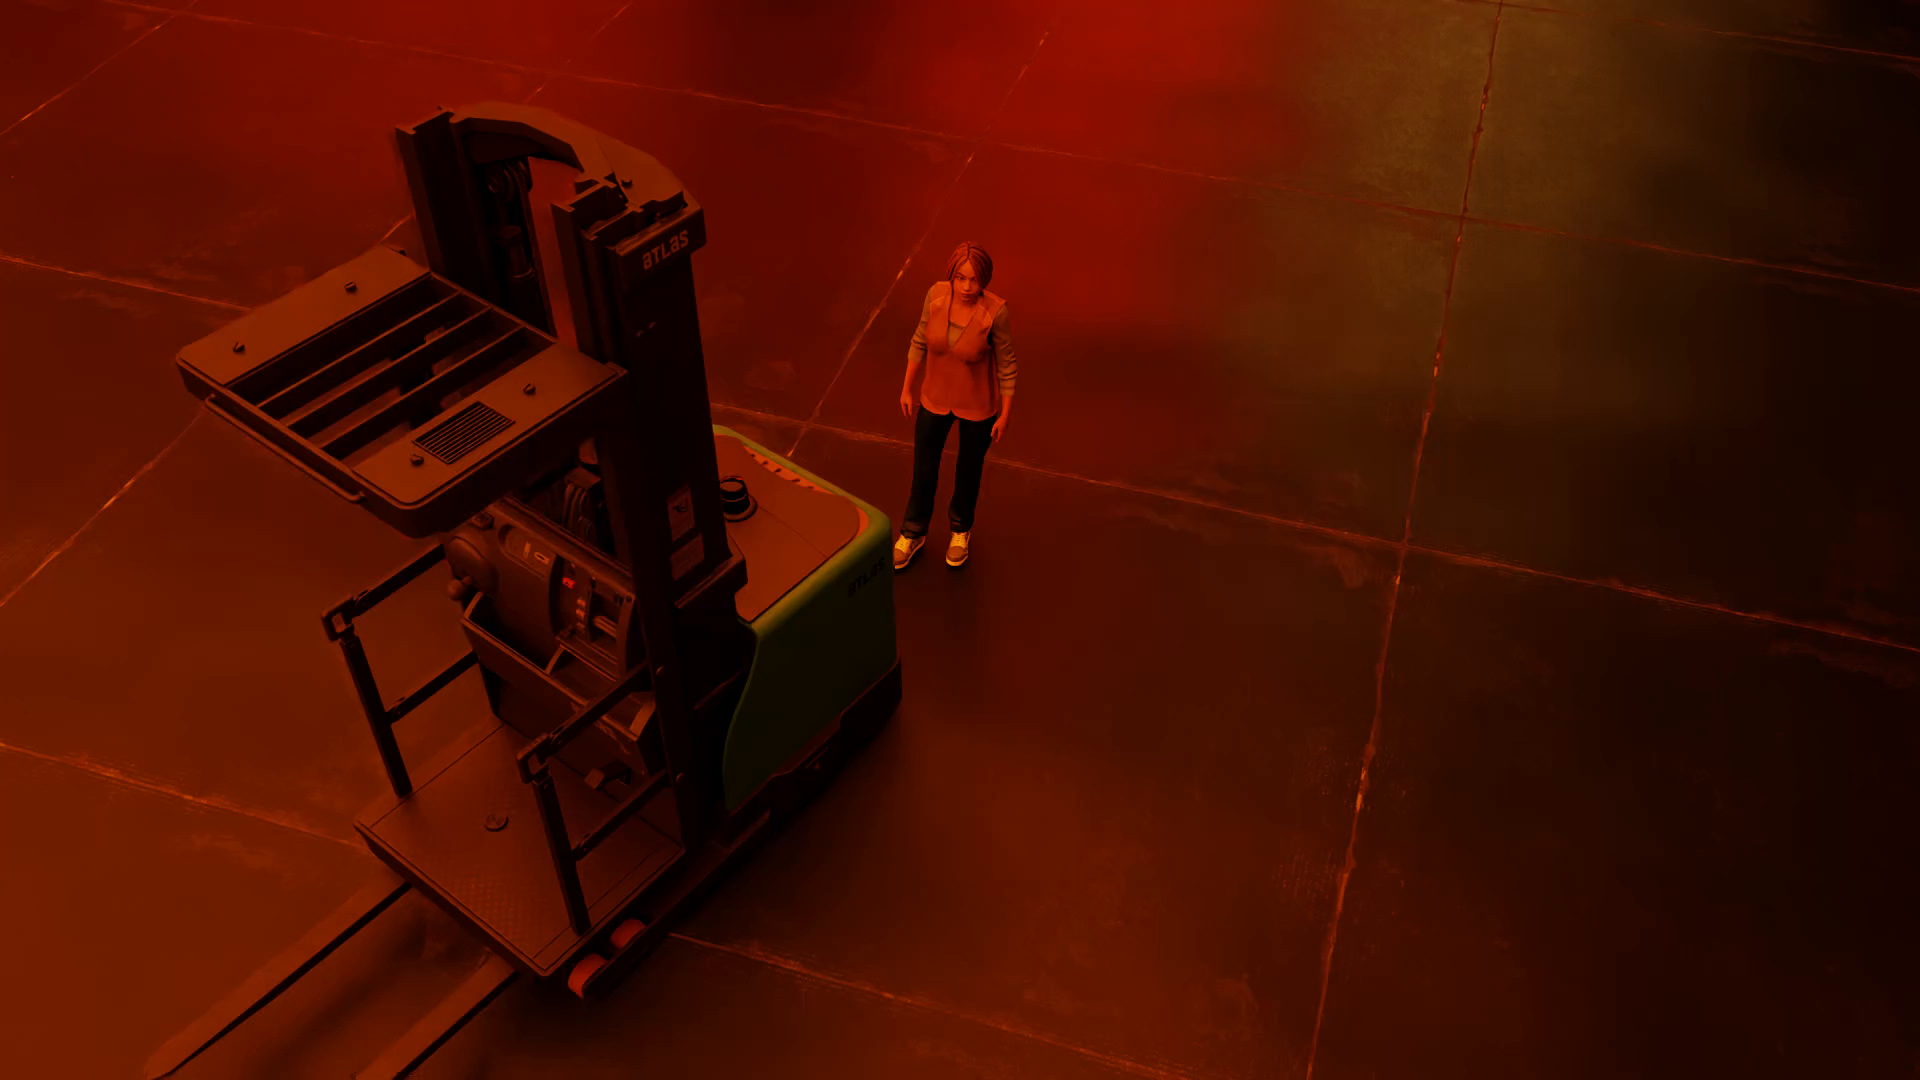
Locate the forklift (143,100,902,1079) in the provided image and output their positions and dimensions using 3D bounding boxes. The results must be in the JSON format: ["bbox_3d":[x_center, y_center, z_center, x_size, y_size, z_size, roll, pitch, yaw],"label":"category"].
[{"bbox_3d":[-1.552,0.208,5.465,1.130,2.935,3.031,28,50,27],"label":"forklift"}]

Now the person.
[{"bbox_3d":[0.003,-0.853,7.081,0.502,0.918,0.256,12,44,13],"label":"person"}]
